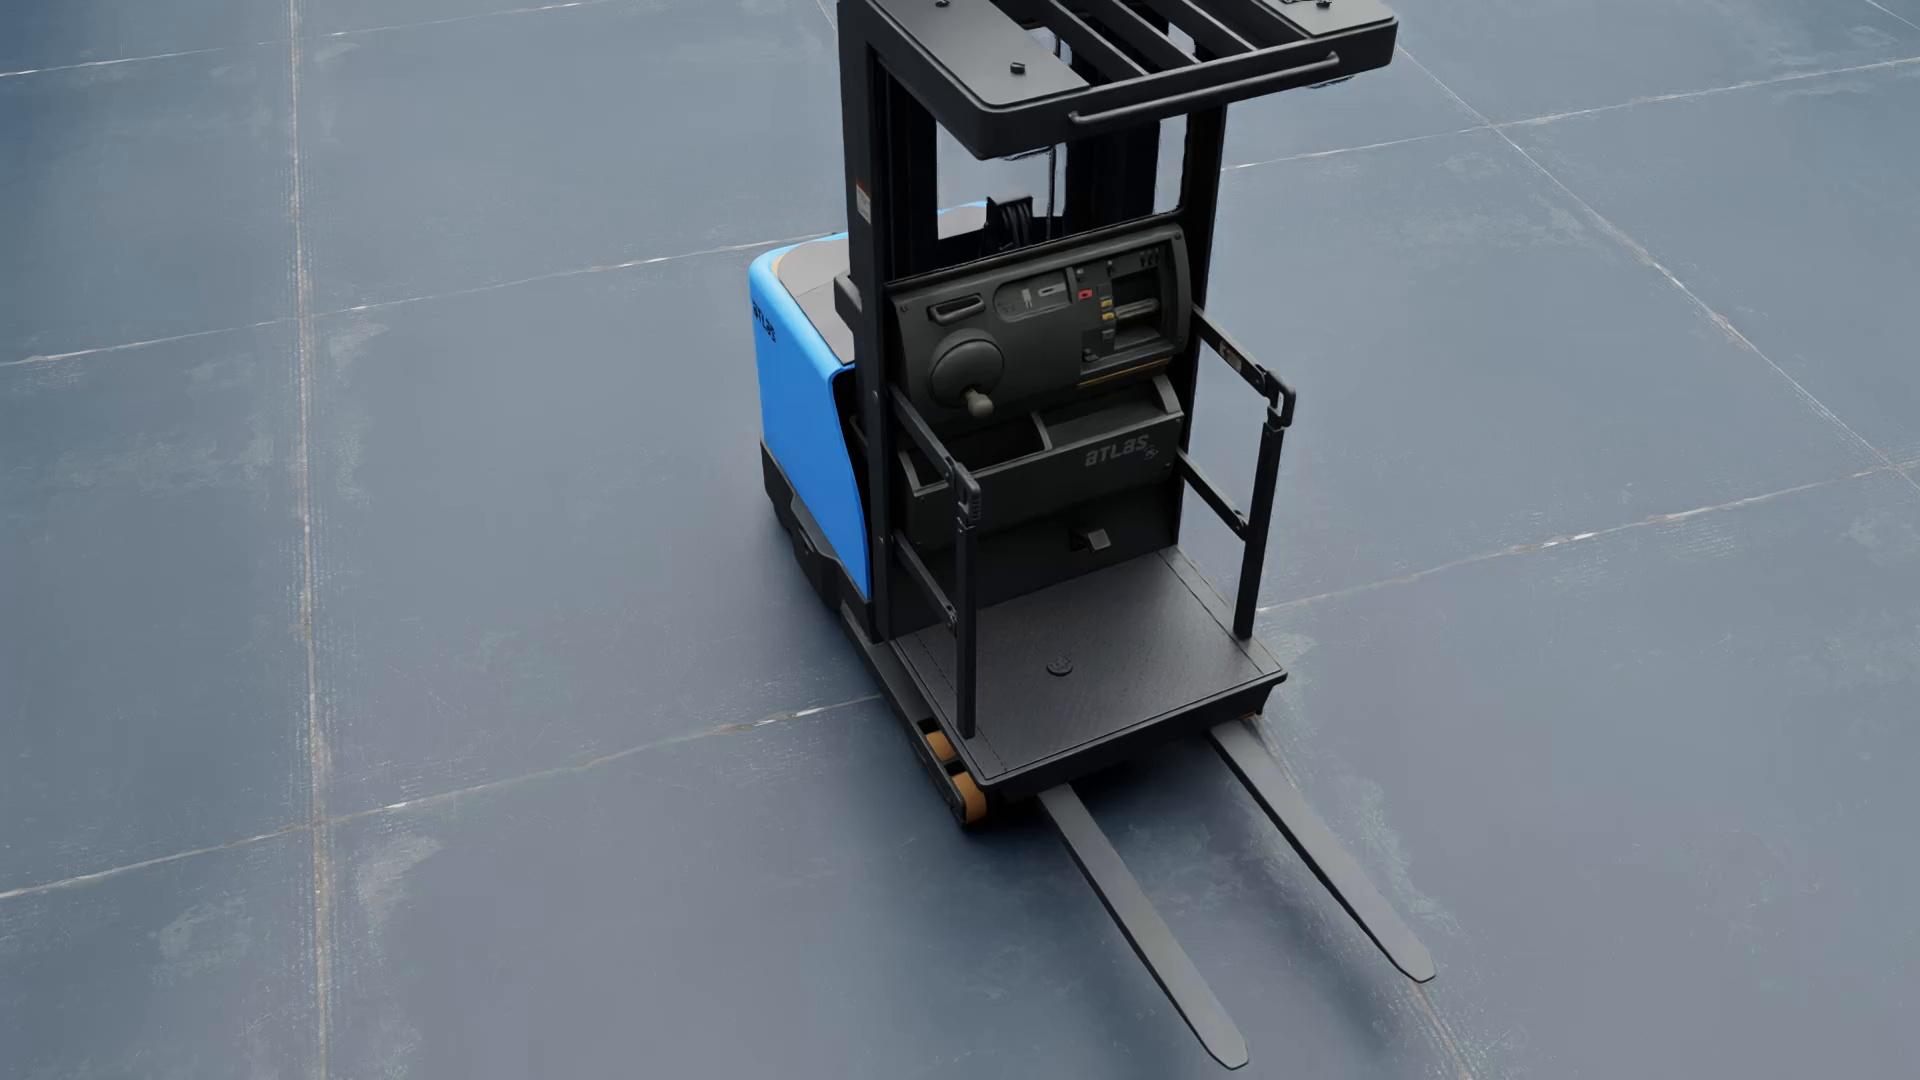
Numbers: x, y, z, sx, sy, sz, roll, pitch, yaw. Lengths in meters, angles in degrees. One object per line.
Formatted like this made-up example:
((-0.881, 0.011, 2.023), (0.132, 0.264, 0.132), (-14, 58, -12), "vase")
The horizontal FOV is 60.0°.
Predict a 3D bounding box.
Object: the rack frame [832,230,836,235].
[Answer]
((-0.422, -0.748, 6.422), (0.006, 0.900, 0.240), (-19, 44, -20), "rack frame")

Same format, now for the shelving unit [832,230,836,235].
((-0.331, -0.778, 6.457), (0.210, 0.900, 0.258), (-19, 44, -20), "shelving unit")

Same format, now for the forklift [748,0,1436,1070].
((0.347, -0.547, 4.648), (1.130, 2.935, 3.031), (-18, 44, -19), "forklift")
